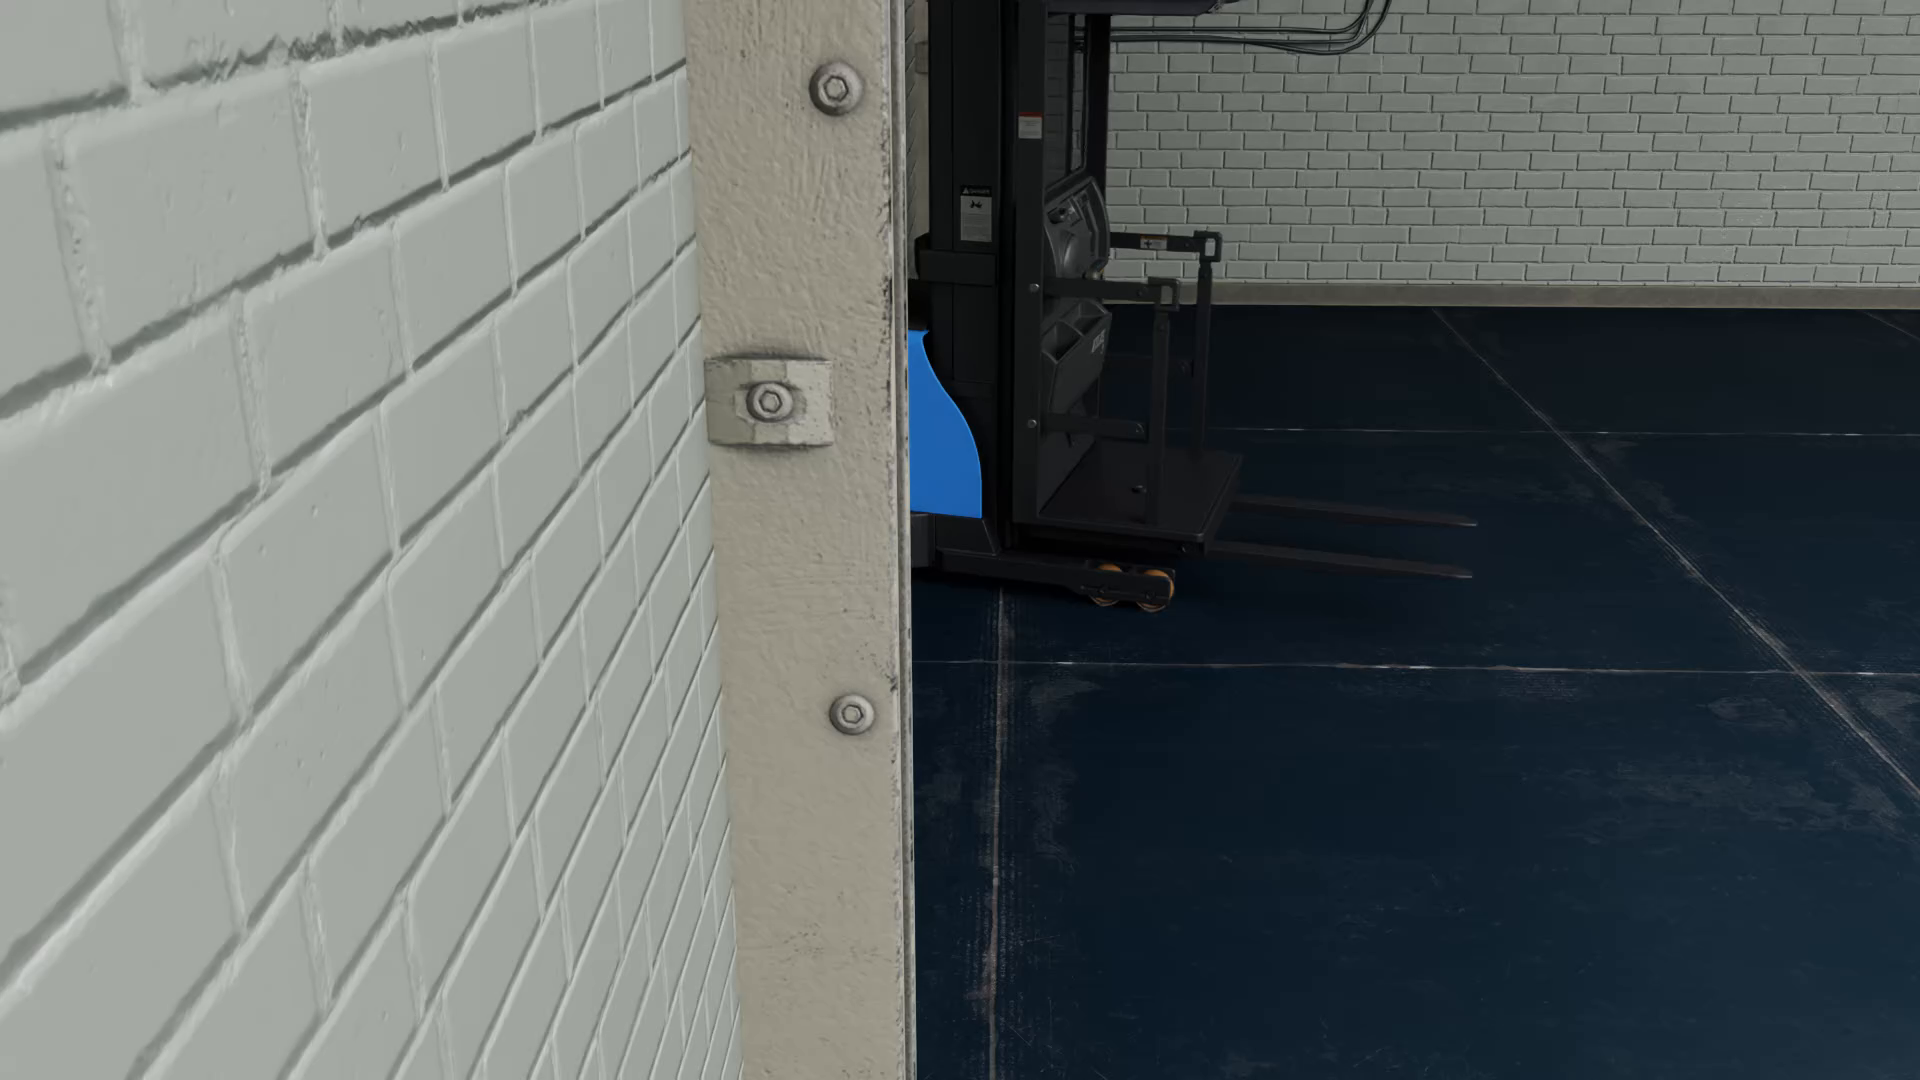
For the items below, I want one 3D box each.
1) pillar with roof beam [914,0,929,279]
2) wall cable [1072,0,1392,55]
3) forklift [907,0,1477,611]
[{"bbox_3d":[4.231,-4.771,7.384,9.100,9.000,0.400,1,21,2],"label":"pillar with roof beam"},{"bbox_3d":[1.339,-4.421,10.776,3.097,2.526,0.112,1,21,2],"label":"wall cable"},{"bbox_3d":[0.672,-1.292,6.806,3.031,2.935,1.130,7,22,16],"label":"forklift"}]
